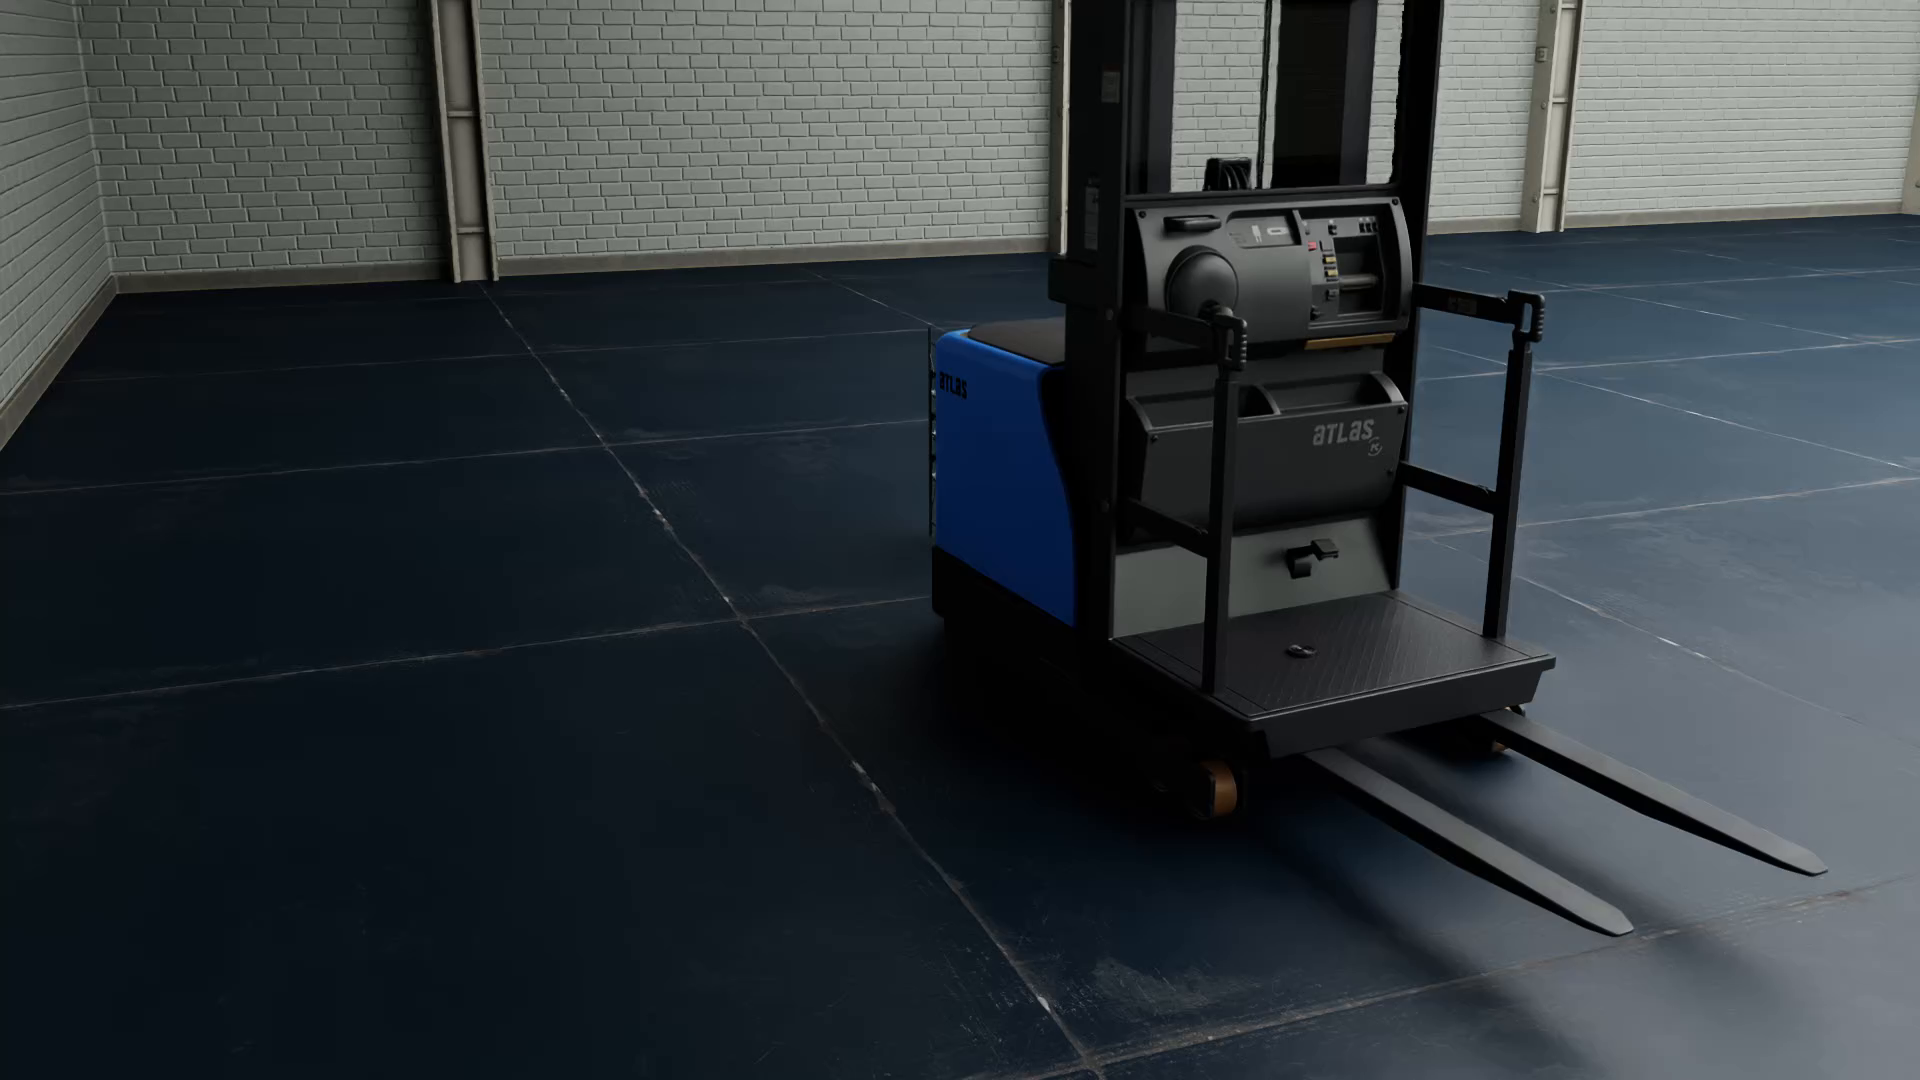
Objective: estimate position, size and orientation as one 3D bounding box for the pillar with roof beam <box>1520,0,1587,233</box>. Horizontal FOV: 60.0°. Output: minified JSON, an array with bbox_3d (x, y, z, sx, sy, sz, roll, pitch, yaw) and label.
[{"bbox_3d":[8.303,-6.784,14.228,0.400,9.000,9.100,-6,17,-20],"label":"pillar with roof beam"}]

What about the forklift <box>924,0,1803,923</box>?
[{"bbox_3d":[0.973,-0.804,4.636,1.130,2.935,3.031,-8,18,-25],"label":"forklift"}]

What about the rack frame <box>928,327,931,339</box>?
[{"bbox_3d":[-0.087,-0.422,6.939,0.006,0.900,0.240,-6,17,-20],"label":"rack frame"}]

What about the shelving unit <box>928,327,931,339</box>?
[{"bbox_3d":[0.008,-0.433,6.974,0.210,0.900,0.258,-6,17,-20],"label":"shelving unit"}]

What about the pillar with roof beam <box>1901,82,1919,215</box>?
[{"bbox_3d":[13.906,-7.389,16.288,0.400,9.000,9.100,-6,17,-20],"label":"pillar with roof beam"}]

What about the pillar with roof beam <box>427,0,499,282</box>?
[{"bbox_3d":[-2.902,-5.574,10.108,0.400,9.000,9.100,-6,17,-20],"label":"pillar with roof beam"}]

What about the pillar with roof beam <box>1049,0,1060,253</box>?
[{"bbox_3d":[2.700,-6.179,12.168,0.400,9.000,9.100,-6,17,-20],"label":"pillar with roof beam"}]
